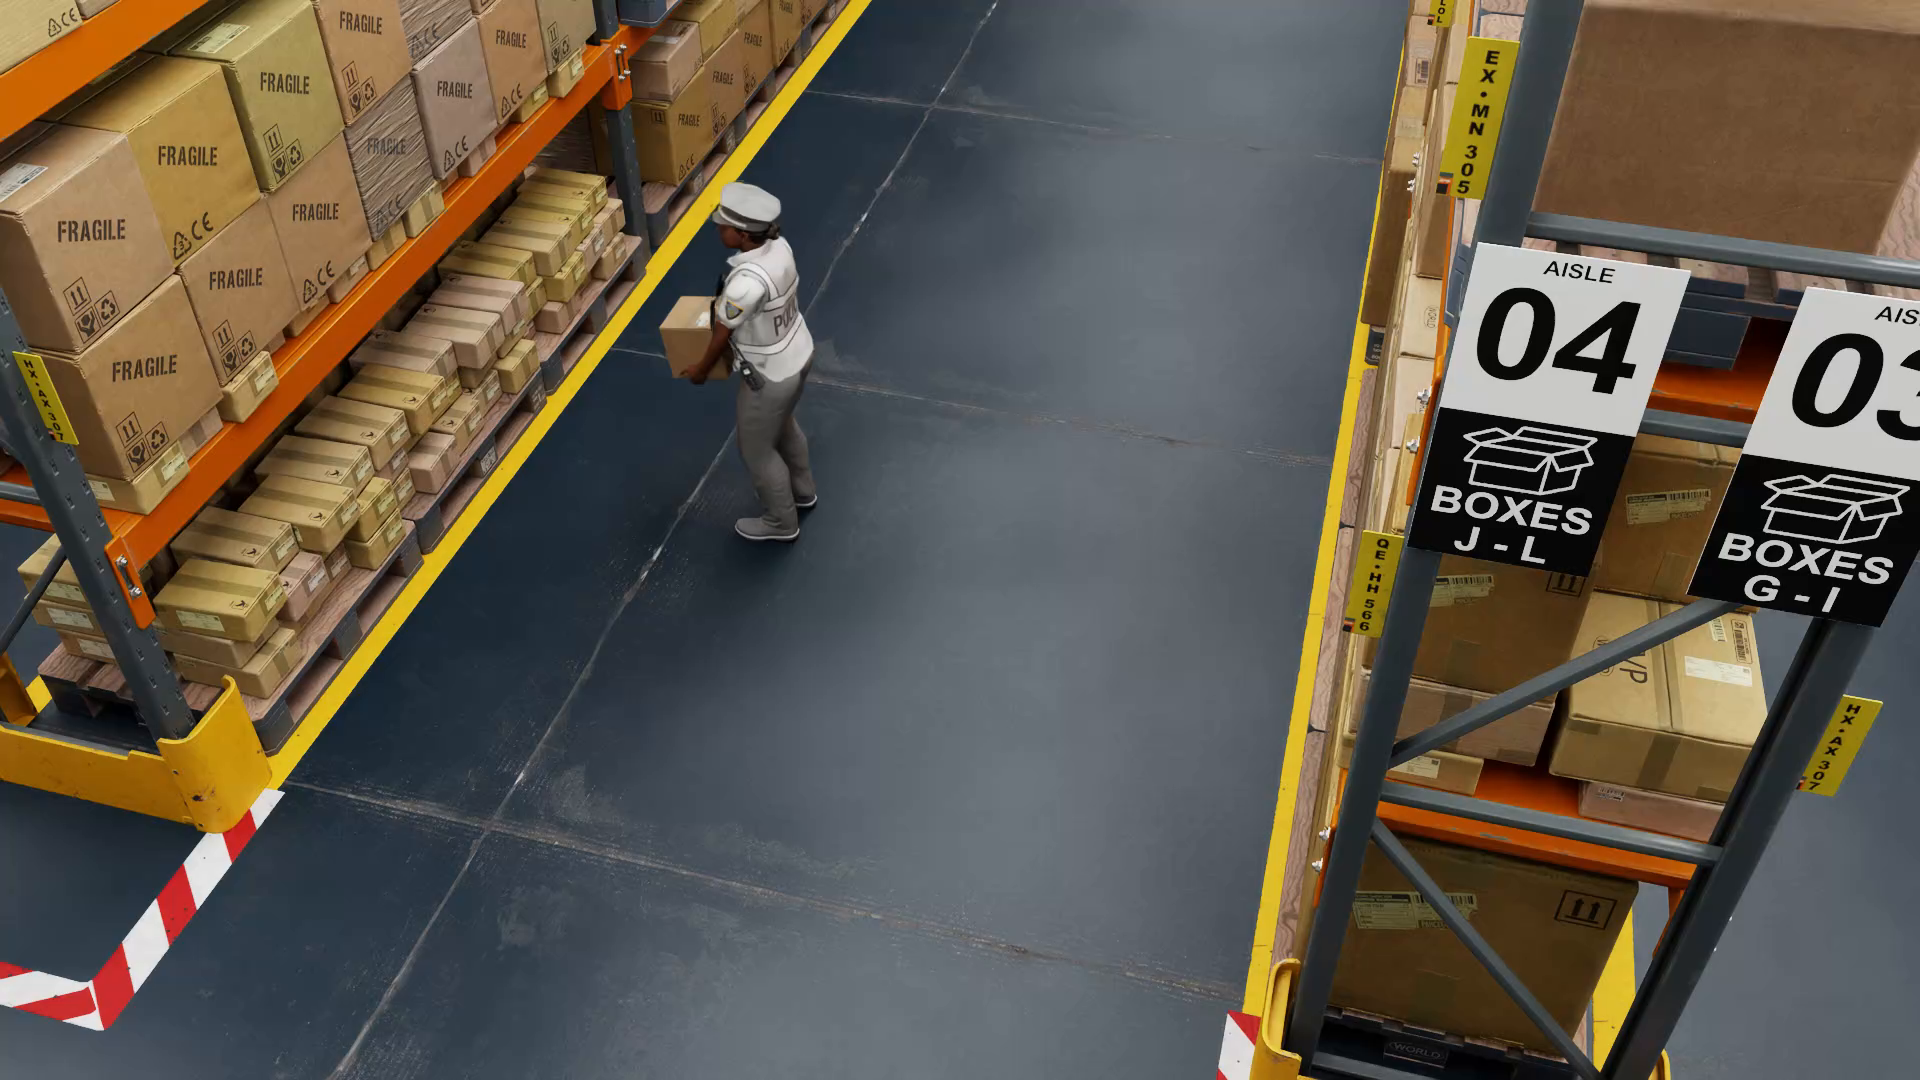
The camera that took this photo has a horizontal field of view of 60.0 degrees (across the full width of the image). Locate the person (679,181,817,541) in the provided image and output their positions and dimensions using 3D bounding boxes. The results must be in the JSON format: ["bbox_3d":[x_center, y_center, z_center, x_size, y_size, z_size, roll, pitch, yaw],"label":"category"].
[{"bbox_3d":[-0.887,-0.735,6.991,0.530,1.680,0.416,9,42,10],"label":"person"}]
